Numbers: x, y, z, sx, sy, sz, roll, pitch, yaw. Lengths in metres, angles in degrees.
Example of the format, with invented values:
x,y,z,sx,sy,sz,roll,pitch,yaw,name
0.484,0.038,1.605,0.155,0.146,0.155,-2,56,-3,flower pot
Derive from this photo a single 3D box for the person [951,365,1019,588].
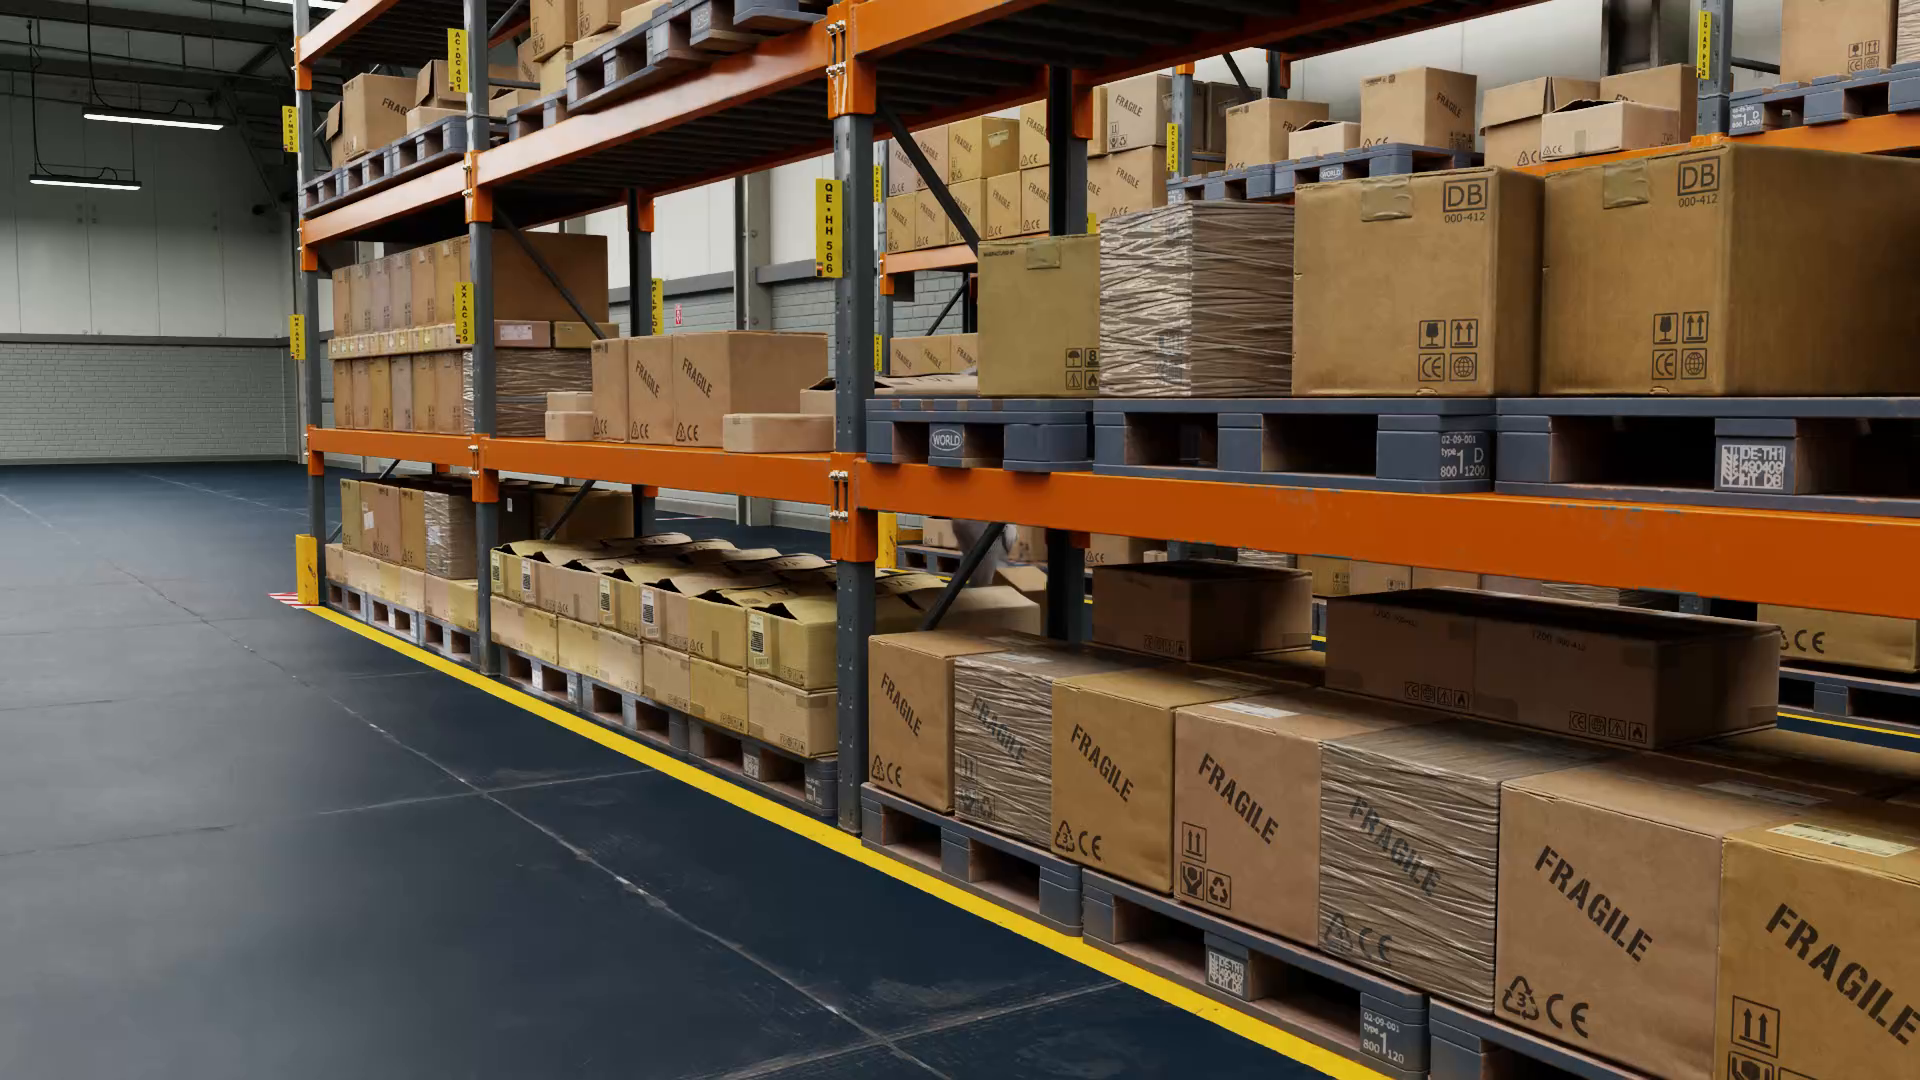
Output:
x,y,z,sx,sy,sz,roll,pitch,yaw,name
0.171,-0.077,8.628,0.415,1.697,0.534,-2,5,-19,person
